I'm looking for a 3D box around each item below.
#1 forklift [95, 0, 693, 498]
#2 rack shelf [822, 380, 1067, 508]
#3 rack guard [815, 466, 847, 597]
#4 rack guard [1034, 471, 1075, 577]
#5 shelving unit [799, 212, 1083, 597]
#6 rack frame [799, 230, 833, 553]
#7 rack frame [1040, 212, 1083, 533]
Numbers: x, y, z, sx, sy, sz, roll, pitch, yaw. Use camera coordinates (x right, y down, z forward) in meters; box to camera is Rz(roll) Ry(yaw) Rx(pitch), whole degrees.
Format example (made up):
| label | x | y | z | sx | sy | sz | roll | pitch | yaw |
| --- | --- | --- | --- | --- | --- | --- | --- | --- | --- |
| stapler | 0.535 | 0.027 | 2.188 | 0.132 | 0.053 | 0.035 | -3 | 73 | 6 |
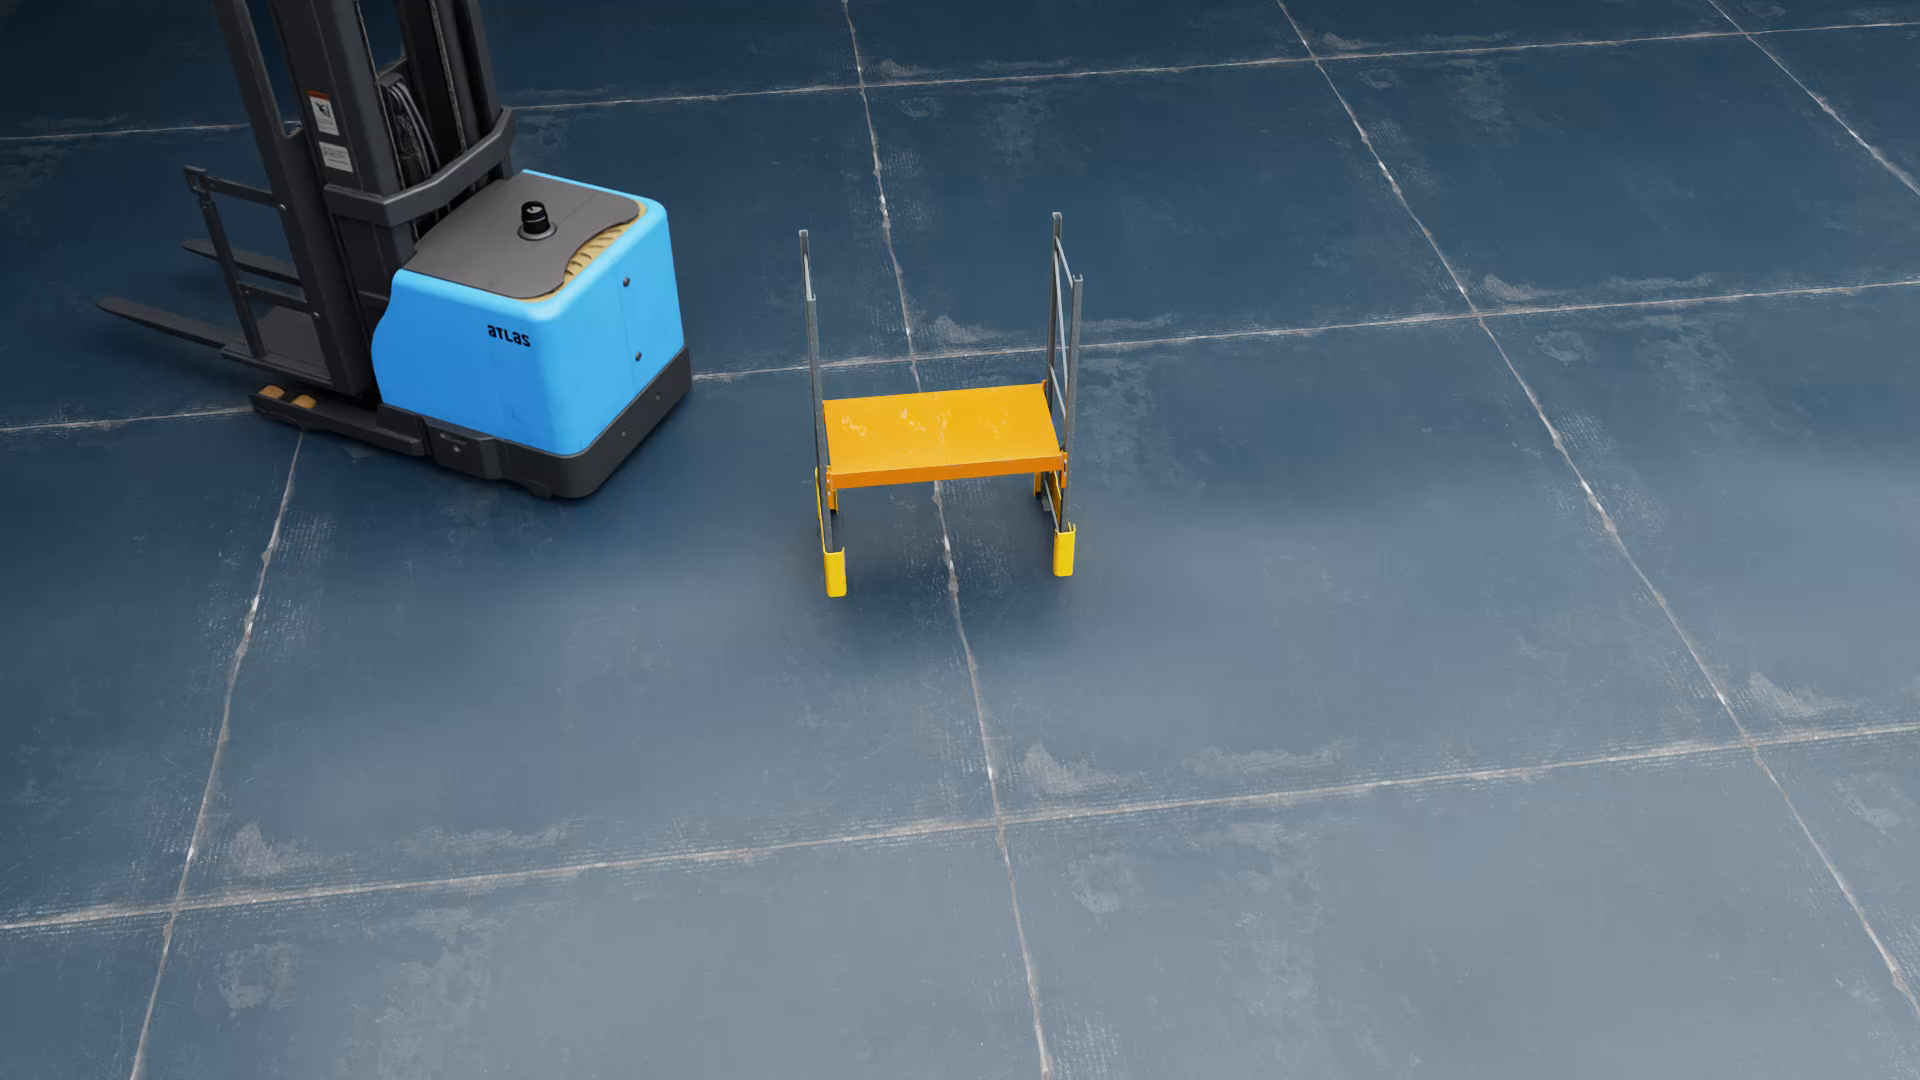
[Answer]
| label | x | y | z | sx | sy | sz | roll | pitch | yaw |
| --- | --- | --- | --- | --- | --- | --- | --- | --- | --- |
| forklift | -2.886 | -1.929 | 7.415 | 3.031 | 2.935 | 1.130 | 16 | 45 | 17 |
| rack shelf | -0.085 | -0.416 | 7.075 | 1.000 | 0.185 | 0.538 | -5 | 42 | -6 |
| rack guard | -0.569 | -0.043 | 7.326 | 0.087 | 0.250 | 0.587 | -5 | 42 | -6 |
| rack guard | 0.418 | -0.129 | 7.422 | 0.087 | 0.250 | 0.587 | -5 | 42 | -6 |
| shelving unit | -0.076 | -0.550 | 6.955 | 1.083 | 1.500 | 0.587 | -5 | 42 | -6 |
| rack frame | -0.589 | -0.505 | 6.906 | 0.032 | 1.500 | 0.500 | -5 | 42 | -6 |
| rack frame | 0.419 | -0.594 | 7.004 | 0.032 | 1.500 | 0.500 | -5 | 42 | -6 |
